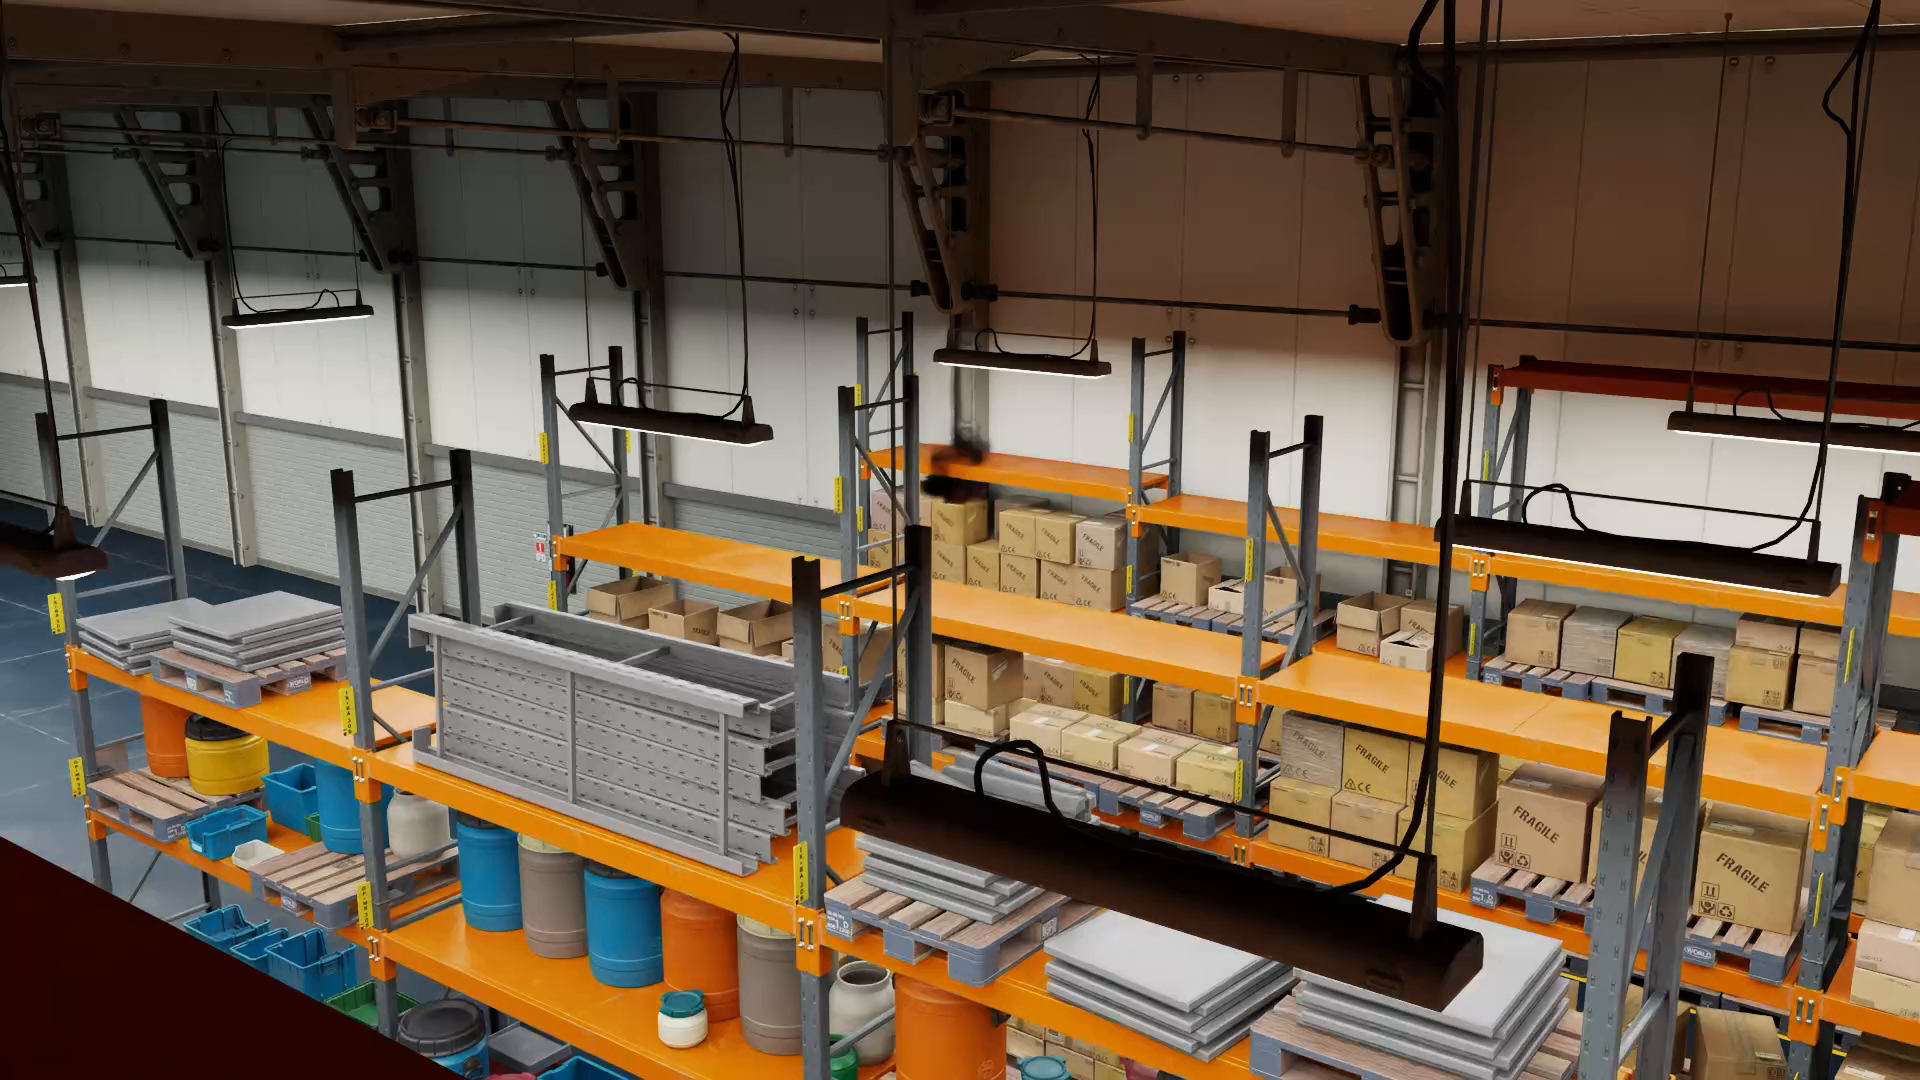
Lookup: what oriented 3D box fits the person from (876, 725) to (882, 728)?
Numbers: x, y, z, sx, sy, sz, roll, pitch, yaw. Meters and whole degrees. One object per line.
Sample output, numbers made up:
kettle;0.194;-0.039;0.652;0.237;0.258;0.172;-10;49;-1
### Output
person;-0.861;2.762;18.241;0.624;1.766;0.681;8;15;31
